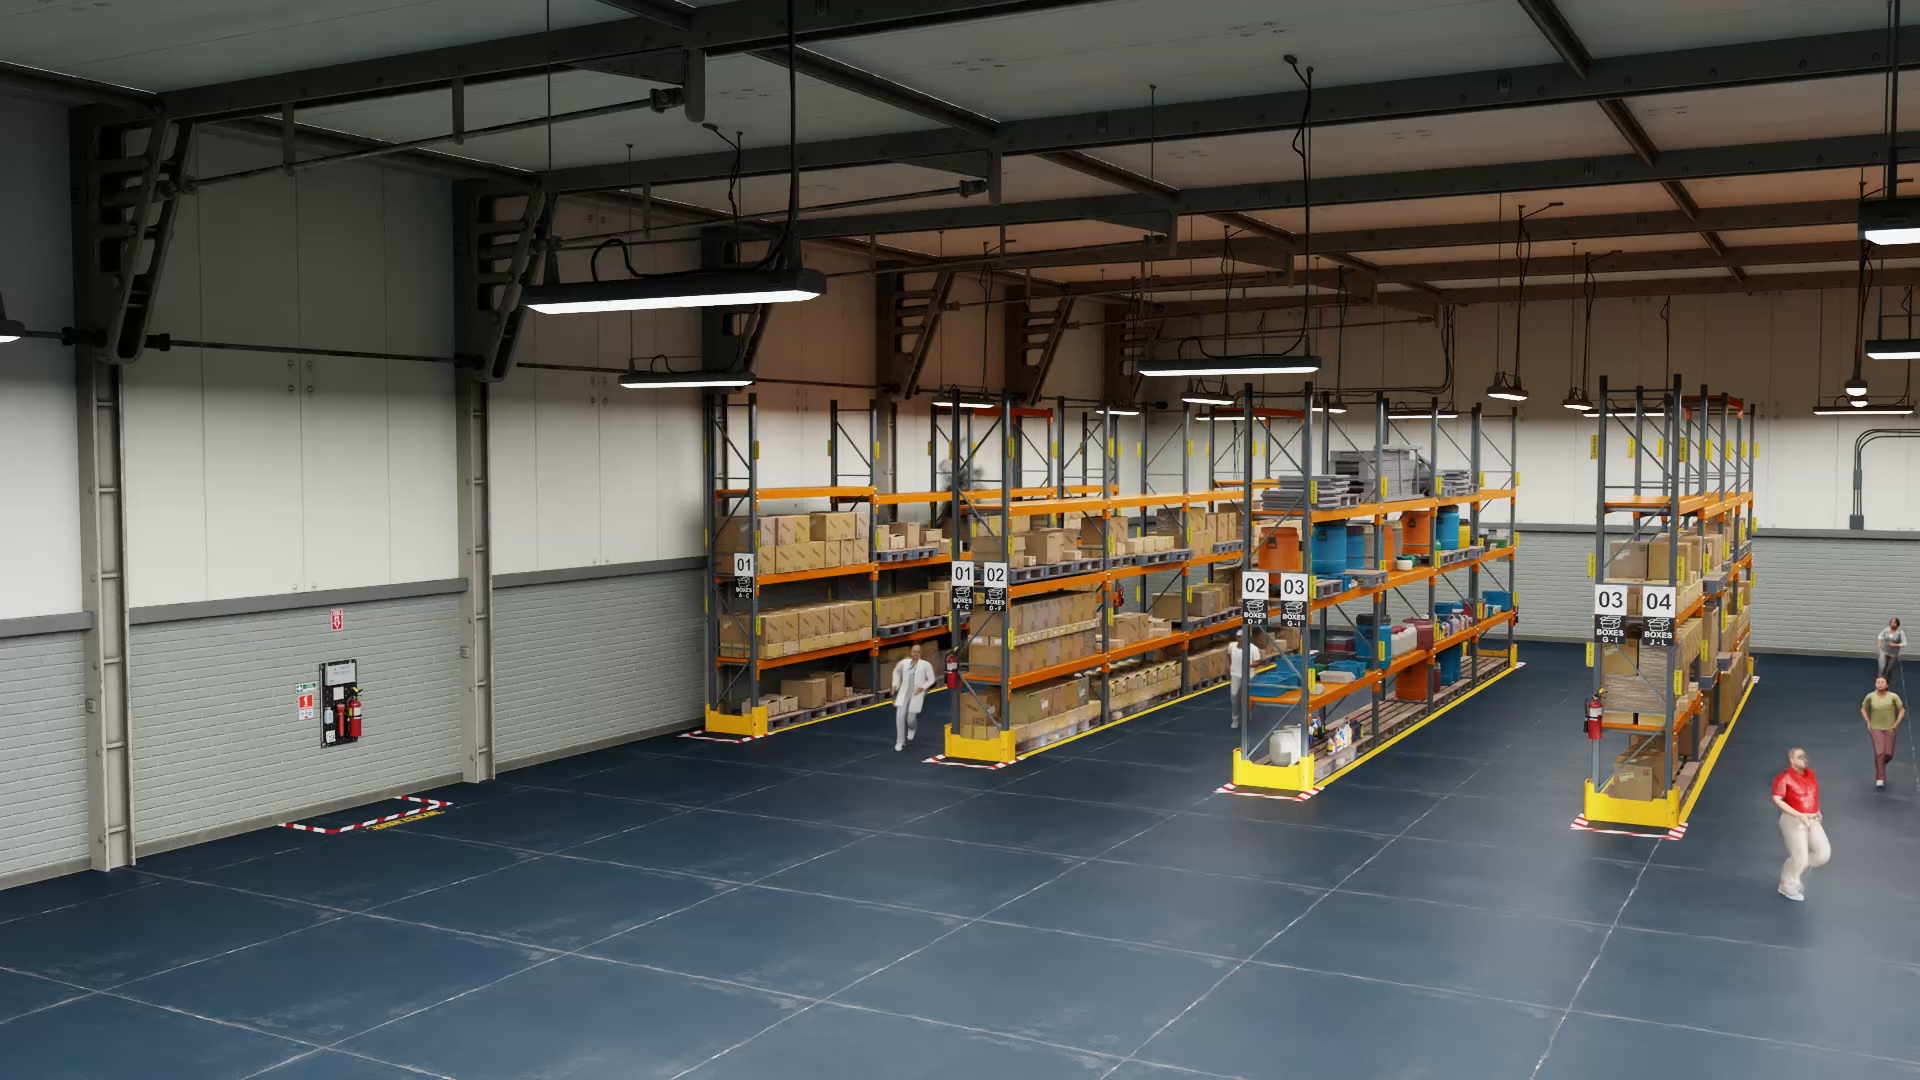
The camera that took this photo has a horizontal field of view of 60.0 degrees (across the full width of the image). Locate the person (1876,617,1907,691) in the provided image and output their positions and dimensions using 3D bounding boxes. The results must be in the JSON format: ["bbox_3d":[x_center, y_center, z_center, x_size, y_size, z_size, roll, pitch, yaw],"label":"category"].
[{"bbox_3d":[19.140,2.377,34.151,0.557,1.595,0.840,3,4,39],"label":"person"}]

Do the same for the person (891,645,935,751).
[{"bbox_3d":[-0.791,2.643,28.023,0.754,1.764,0.846,1,3,12],"label":"person"}]

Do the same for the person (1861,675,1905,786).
[{"bbox_3d":[13.840,2.844,24.961,0.577,1.642,0.580,2,4,29],"label":"person"}]

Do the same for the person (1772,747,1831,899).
[{"bbox_3d":[9.393,3.160,18.534,0.673,1.689,0.527,-1,3,-21],"label":"person"}]

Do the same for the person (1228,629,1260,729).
[{"bbox_3d":[5.146,2.498,30.180,0.616,1.806,0.893,1,3,19],"label":"person"}]
